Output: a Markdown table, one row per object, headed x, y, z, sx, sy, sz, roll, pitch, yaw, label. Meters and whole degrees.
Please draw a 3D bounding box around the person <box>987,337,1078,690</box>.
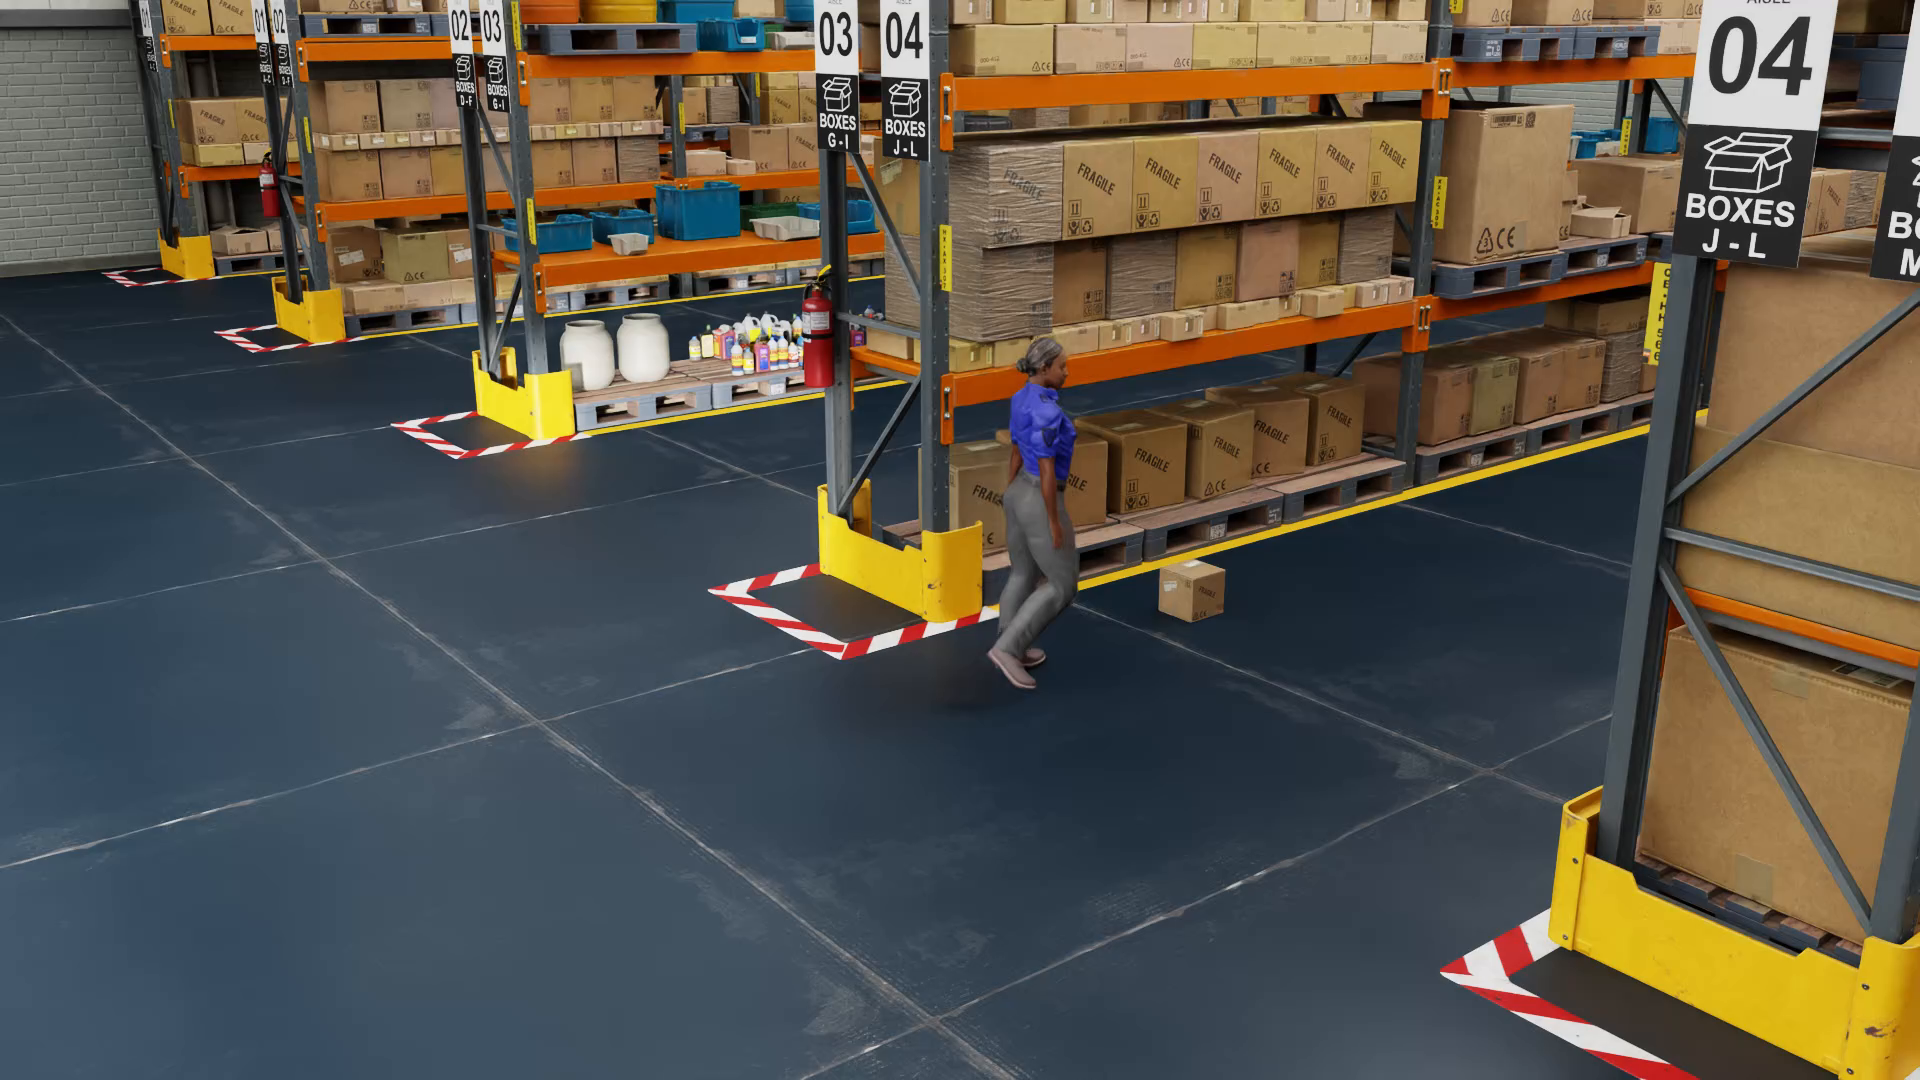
| x | y | z | sx | sy | sz | roll | pitch | yaw | label |
| --- | --- | --- | --- | --- | --- | --- | --- | --- | --- |
| 0.323 | -0.127 | 7.915 | 0.469 | 1.651 | 0.610 | -5 | 19 | -16 | person |
